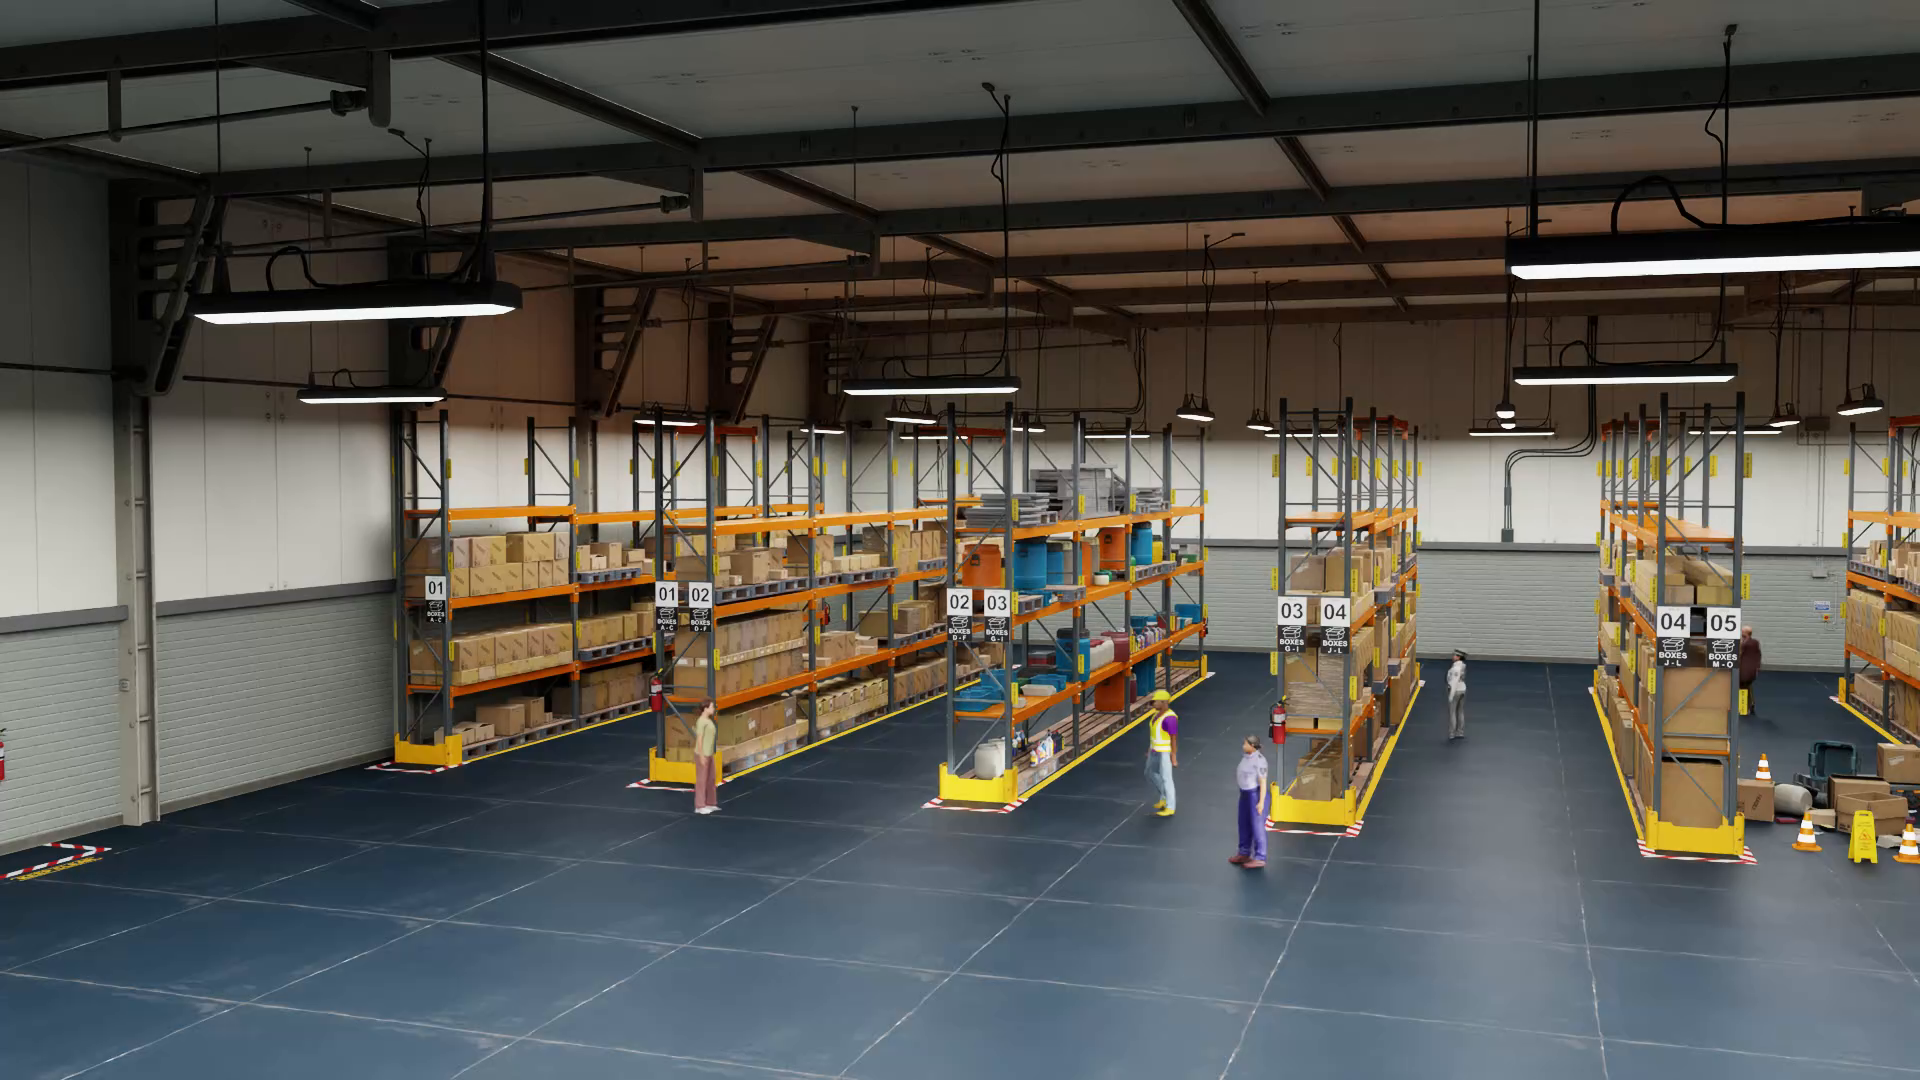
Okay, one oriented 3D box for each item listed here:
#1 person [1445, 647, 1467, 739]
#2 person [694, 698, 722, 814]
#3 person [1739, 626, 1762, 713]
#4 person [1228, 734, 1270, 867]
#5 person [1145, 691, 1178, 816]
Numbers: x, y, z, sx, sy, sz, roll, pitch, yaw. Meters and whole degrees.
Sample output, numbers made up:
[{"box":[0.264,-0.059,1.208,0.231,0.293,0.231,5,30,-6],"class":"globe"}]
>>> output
[{"box":[9.200,2.836,30.880,0.479,1.698,0.416,-2,3,-42],"class":"person"},{"box":[-3.677,3.156,24.172,0.381,1.716,0.527,0,2,6],"class":"person"},{"box":[16.026,2.659,33.886,0.632,1.821,0.551,0,2,1],"class":"person"},{"box":[3.655,3.269,20.957,0.428,1.651,0.532,-1,3,-19],"class":"person"},{"box":[2.948,3.066,24.114,0.423,1.775,0.609,-1,3,-19],"class":"person"}]
